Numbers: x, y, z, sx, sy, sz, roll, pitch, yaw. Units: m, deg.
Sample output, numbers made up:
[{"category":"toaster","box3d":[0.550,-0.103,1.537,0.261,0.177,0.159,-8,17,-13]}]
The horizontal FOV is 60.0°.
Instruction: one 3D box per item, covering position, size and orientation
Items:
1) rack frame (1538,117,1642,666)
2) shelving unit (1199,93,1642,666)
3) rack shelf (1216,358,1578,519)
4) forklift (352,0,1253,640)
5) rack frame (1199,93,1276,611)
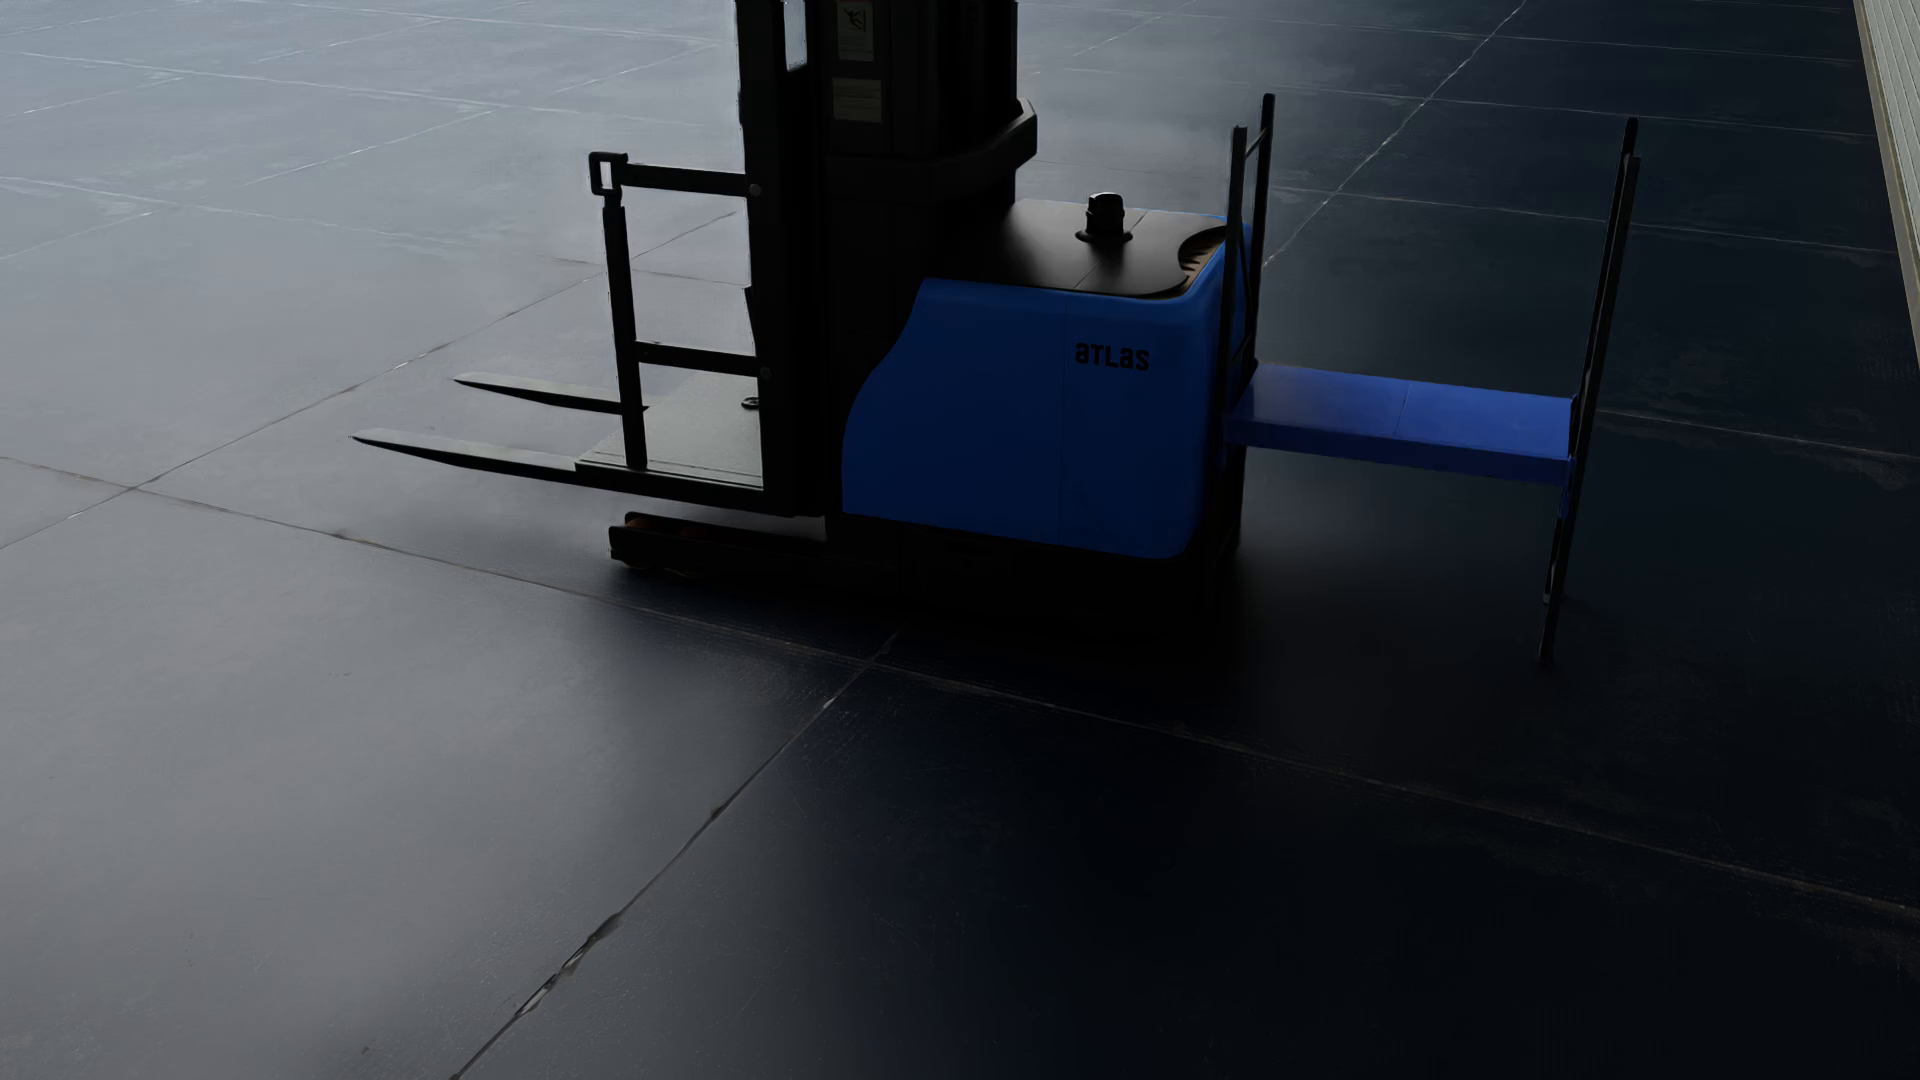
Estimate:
[{"category":"rack frame","box3d":[1.805,-0.409,4.785,0.032,1.500,0.500,9,28,17]},{"category":"shelving unit","box3d":[1.326,-0.484,4.936,1.048,1.500,0.538,9,28,17]},{"category":"rack shelf","box3d":[1.326,-0.322,5.015,1.000,0.185,0.538,9,28,17]},{"category":"forklift","box3d":[-0.619,-1.399,5.175,3.031,2.935,1.130,9,28,17]},{"category":"rack frame","box3d":[0.846,-0.558,5.087,0.032,1.500,0.500,9,28,17]}]
